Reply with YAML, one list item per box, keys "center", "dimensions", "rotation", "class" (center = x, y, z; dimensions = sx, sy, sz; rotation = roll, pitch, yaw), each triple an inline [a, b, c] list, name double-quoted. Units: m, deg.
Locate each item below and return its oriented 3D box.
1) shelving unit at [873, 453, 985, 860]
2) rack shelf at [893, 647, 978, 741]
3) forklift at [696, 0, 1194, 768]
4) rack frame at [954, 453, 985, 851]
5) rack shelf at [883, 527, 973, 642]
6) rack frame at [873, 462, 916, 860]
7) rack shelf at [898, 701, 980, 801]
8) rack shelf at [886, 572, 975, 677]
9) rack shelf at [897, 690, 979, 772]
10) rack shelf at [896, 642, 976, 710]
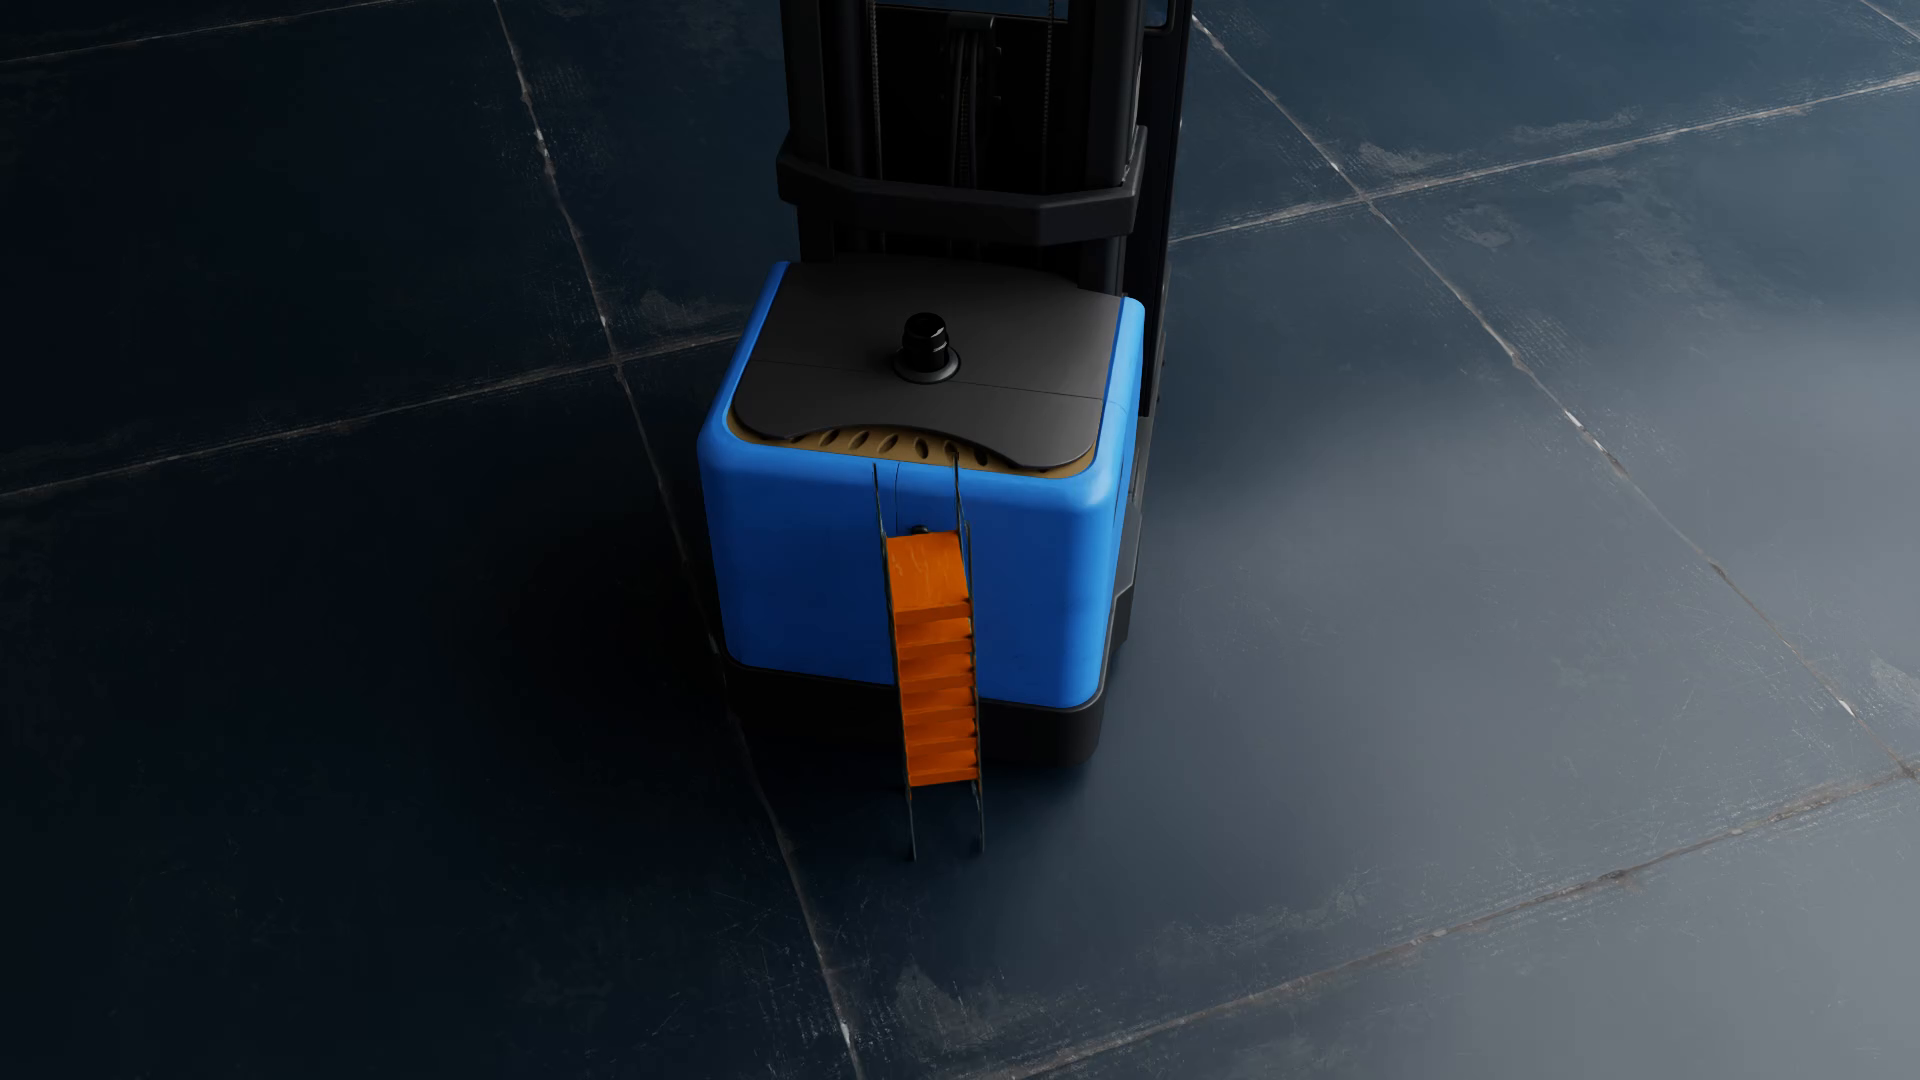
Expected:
- center: [-0.065, 0.326, 4.071]
  dimensions: [0.189, 1.200, 0.258]
  rotation: [-7, 45, -4]
  class: "shelving unit"
- center: [-0.063, 0.357, 4.102]
  dimensions: [0.180, 0.103, 0.258]
  rotation: [-7, 45, -4]
  class: "rack shelf"
- center: [0.109, -1.472, 4.647]
  dimensions: [1.130, 2.935, 3.031]
  rotation: [7, 46, 7]
  class: "forklift"
- center: [0.026, 0.315, 4.078]
  dimensions: [0.006, 1.200, 0.240]
  rotation: [-7, 45, -4]
  class: "rack frame"
- center: [-0.076, 0.101, 3.850]
  dimensions: [0.180, 0.103, 0.258]
  rotation: [-7, 45, -4]
  class: "rack shelf"
- center: [-0.156, 0.336, 4.065]
  dimensions: [0.006, 1.200, 0.240]
  rotation: [-7, 45, -4]
  class: "rack frame"
- center: [-0.055, 0.529, 4.270]
  dimensions: [0.180, 0.103, 0.258]
  rotation: [-7, 45, -4]
  class: "rack shelf"
- center: [-0.072, 0.186, 3.934]
  dimensions: [0.180, 0.103, 0.258]
  rotation: [-7, 45, -4]
  class: "rack shelf"
- center: [-0.059, 0.443, 4.186]
  dimensions: [0.180, 0.103, 0.258]
  rotation: [-7, 45, -4]
  class: "rack shelf"
- center: [-0.068, 0.272, 4.018]
  dimensions: [0.180, 0.103, 0.258]
  rotation: [-7, 45, -4]
  class: "rack shelf"
